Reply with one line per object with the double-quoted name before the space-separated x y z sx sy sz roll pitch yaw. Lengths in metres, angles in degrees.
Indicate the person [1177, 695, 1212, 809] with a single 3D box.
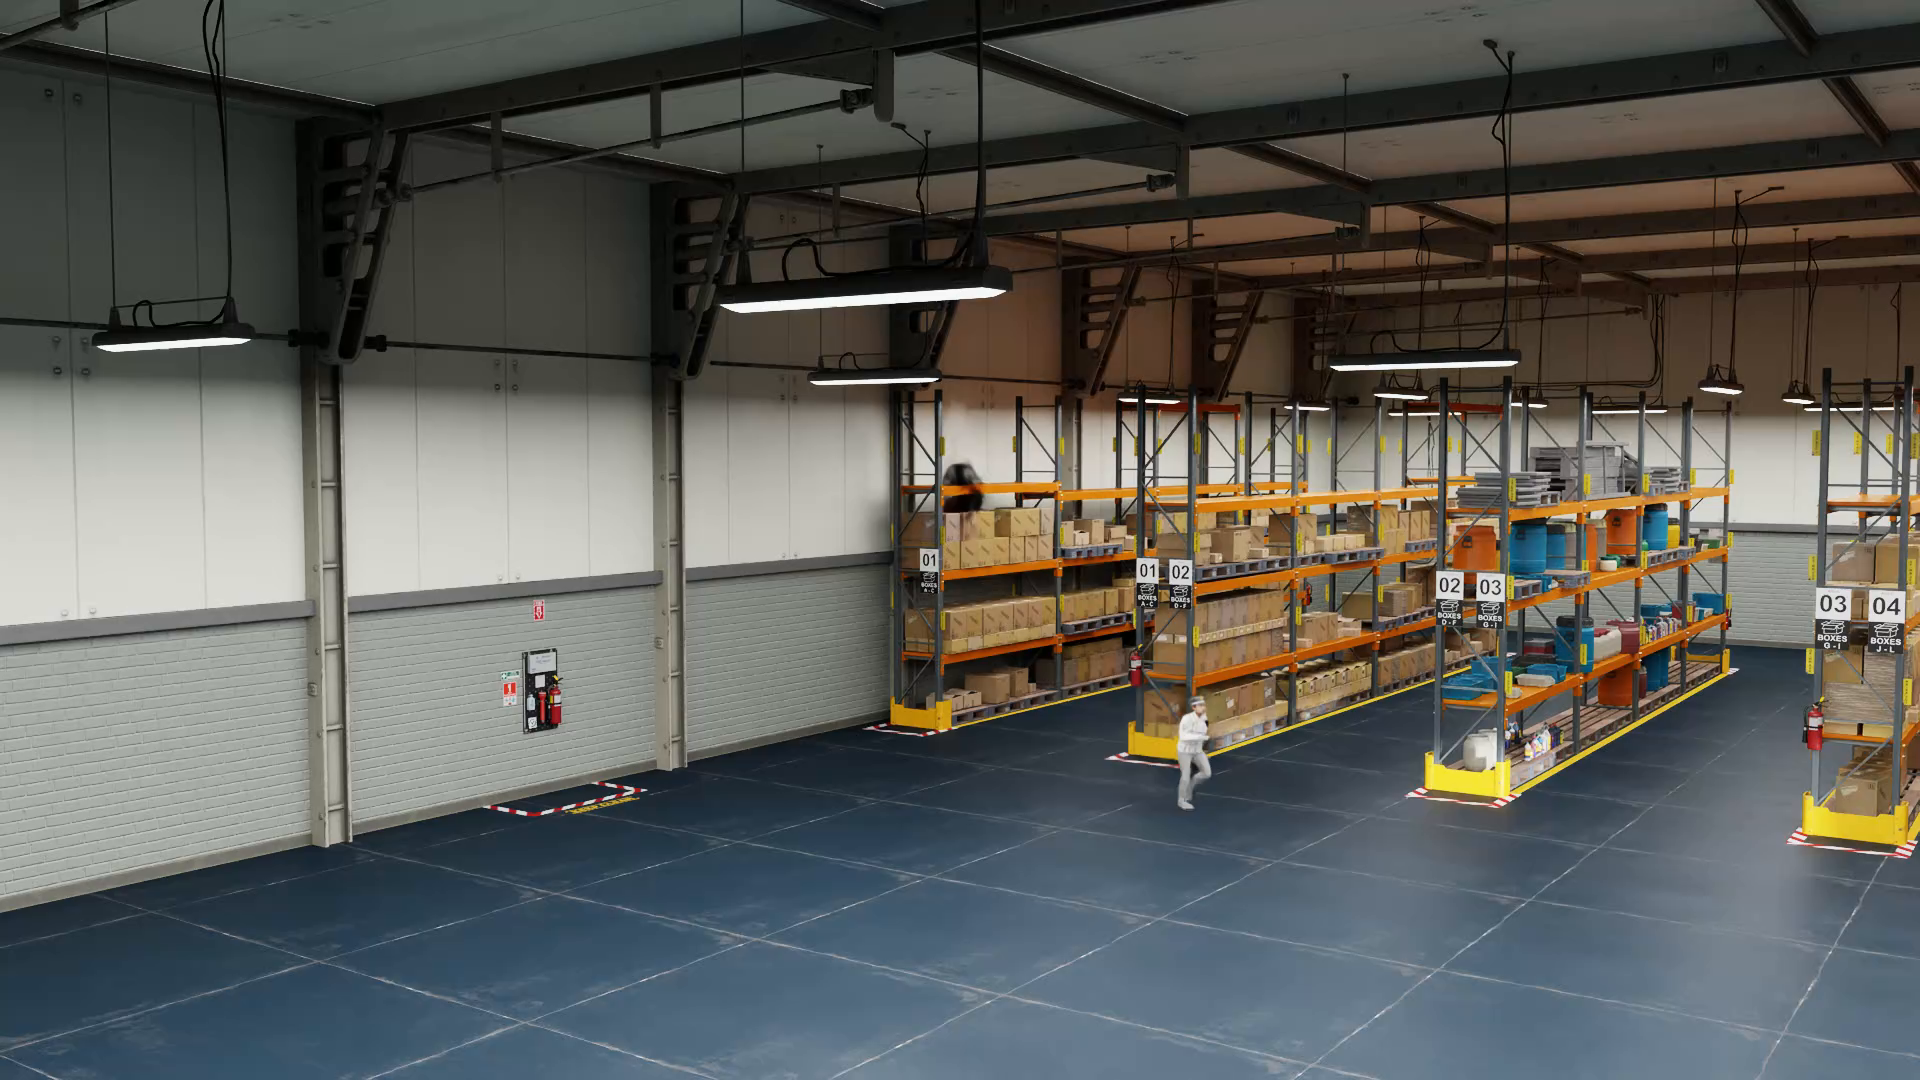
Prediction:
"person" 3.215 2.901 22.712 0.602 1.619 0.730 -2 4 -28
